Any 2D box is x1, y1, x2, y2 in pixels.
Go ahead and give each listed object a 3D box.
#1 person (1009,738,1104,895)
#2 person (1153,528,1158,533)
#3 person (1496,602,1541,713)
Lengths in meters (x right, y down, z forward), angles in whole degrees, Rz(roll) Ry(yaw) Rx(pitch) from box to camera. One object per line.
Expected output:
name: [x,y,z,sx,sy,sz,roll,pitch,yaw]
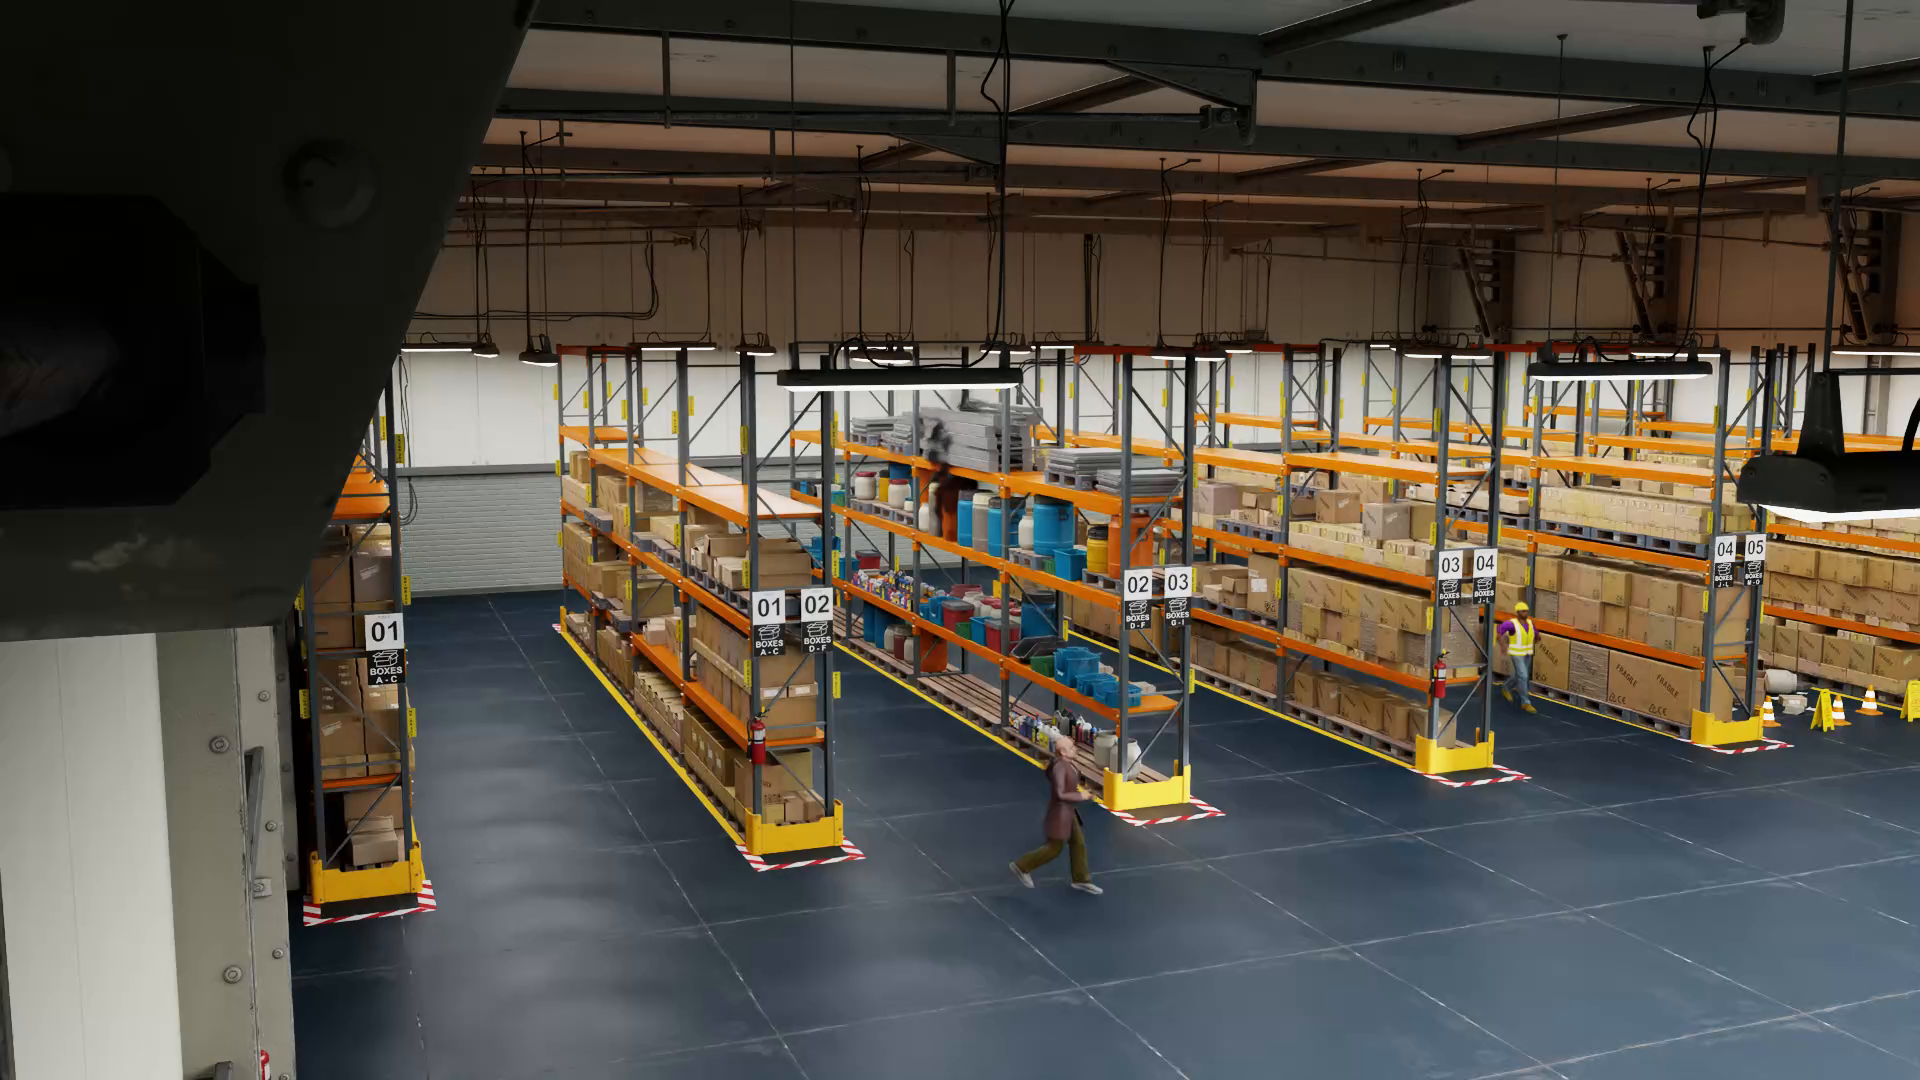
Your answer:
person: [1.094,3.093,18.651,1.047,1.797,0.718,1,7,10]
person: [4.634,0.291,41.086,0.711,1.791,0.820,-7,10,-44]
person: [9.335,1.915,27.682,0.694,1.767,0.969,-3,8,-25]
